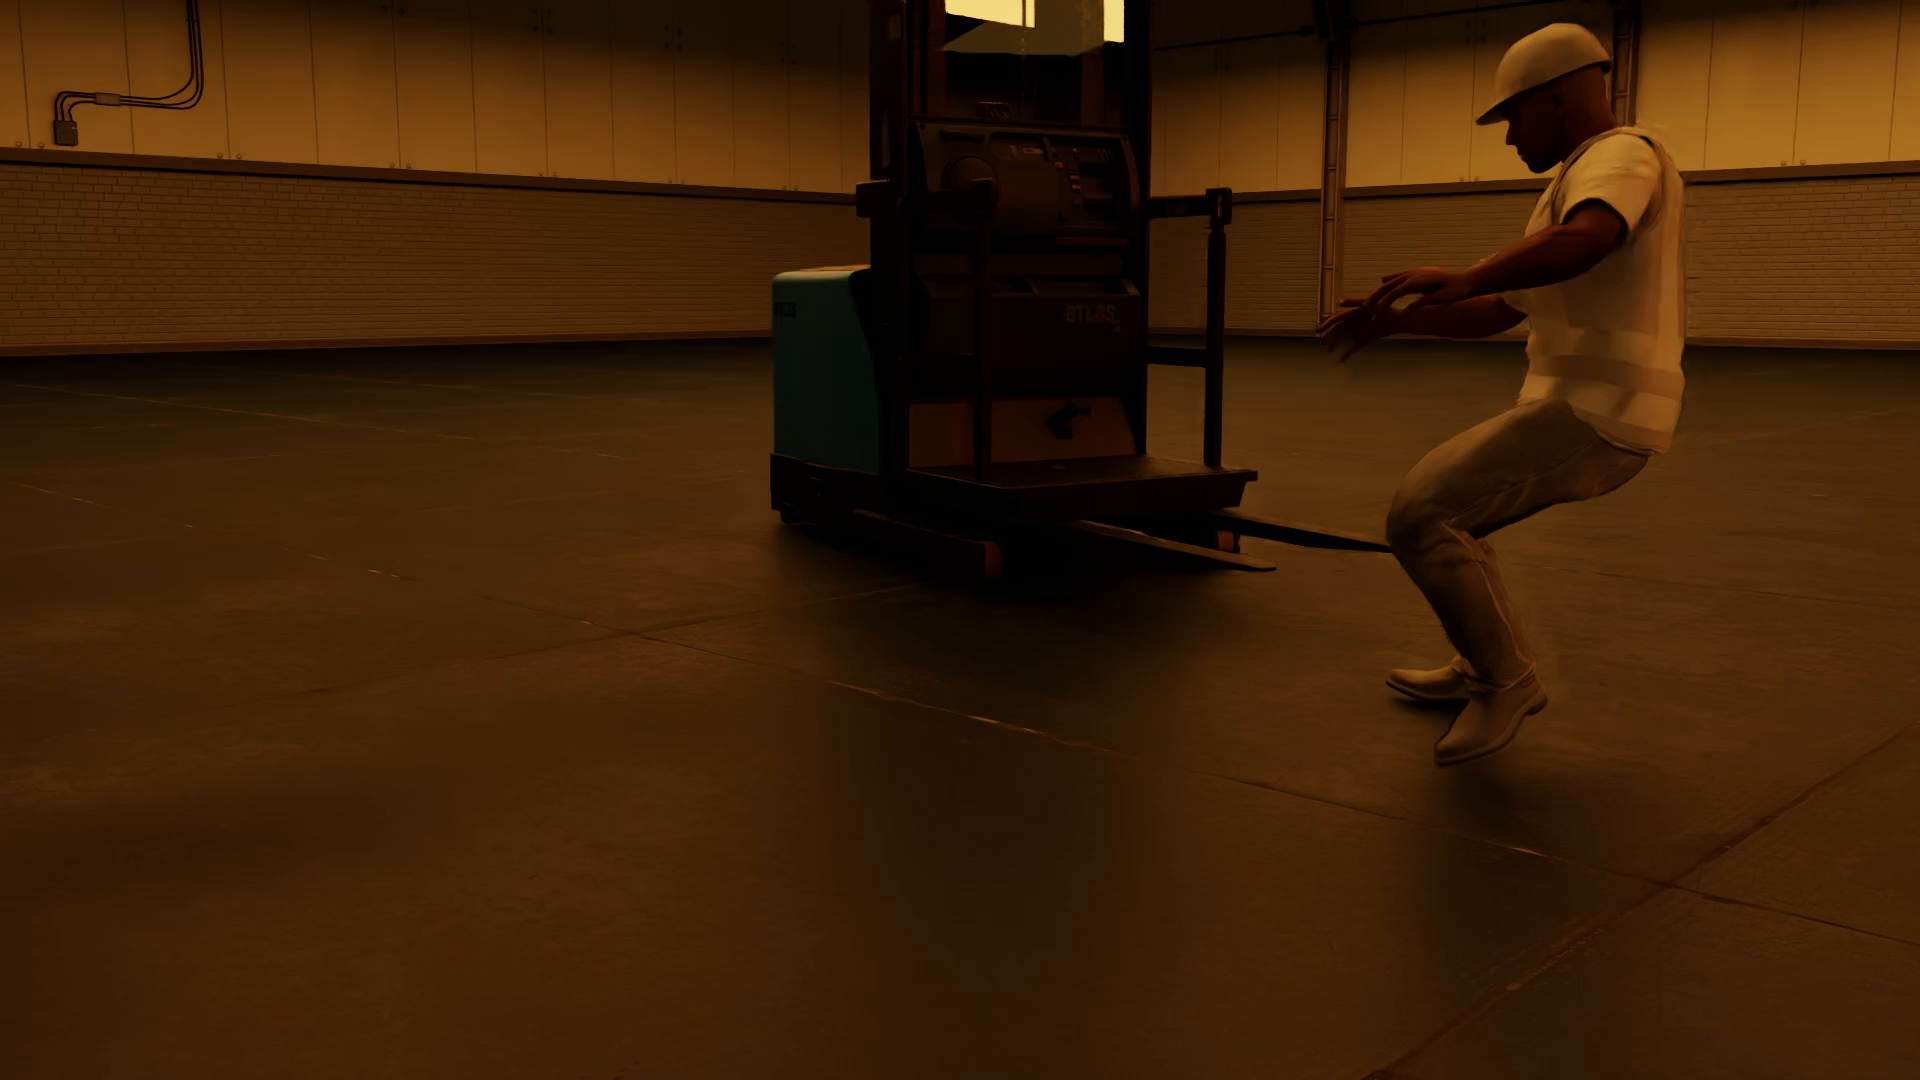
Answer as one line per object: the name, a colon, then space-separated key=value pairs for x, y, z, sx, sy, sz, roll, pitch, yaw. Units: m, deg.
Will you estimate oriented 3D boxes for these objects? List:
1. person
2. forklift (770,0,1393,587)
person: x=1.120 y=-0.309 z=3.558 sx=0.777 sy=1.560 sz=0.964 roll=3 pitch=9 yaw=18
forklift: x=0.368 y=-1.365 z=5.942 sx=1.130 sy=2.935 sz=3.031 roll=-5 pitch=10 yaw=-30
